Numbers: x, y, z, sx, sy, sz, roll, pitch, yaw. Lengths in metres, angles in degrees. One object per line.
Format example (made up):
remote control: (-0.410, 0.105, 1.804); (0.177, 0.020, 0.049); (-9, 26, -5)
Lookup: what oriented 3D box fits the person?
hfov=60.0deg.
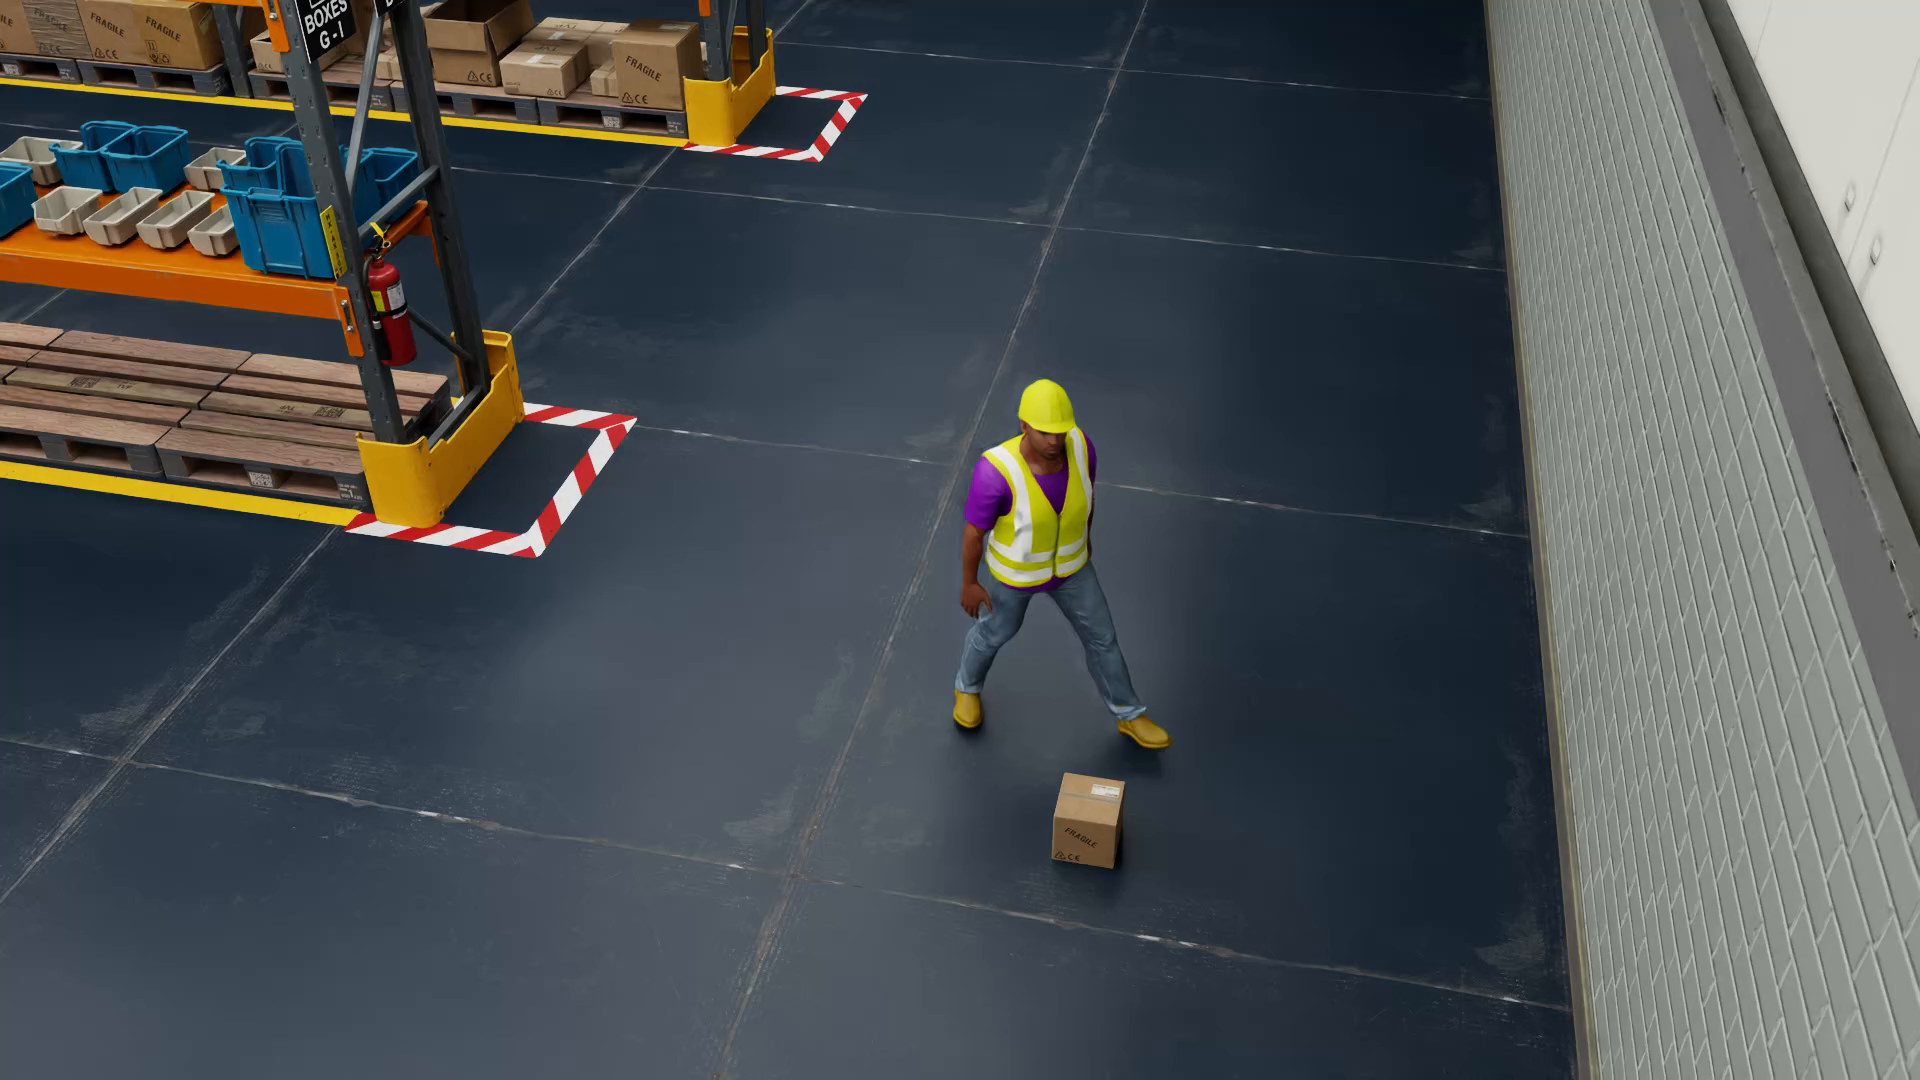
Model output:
person: (0.400, 0.128, 6.764); (0.764, 1.728, 0.847); (-16, 39, -20)
